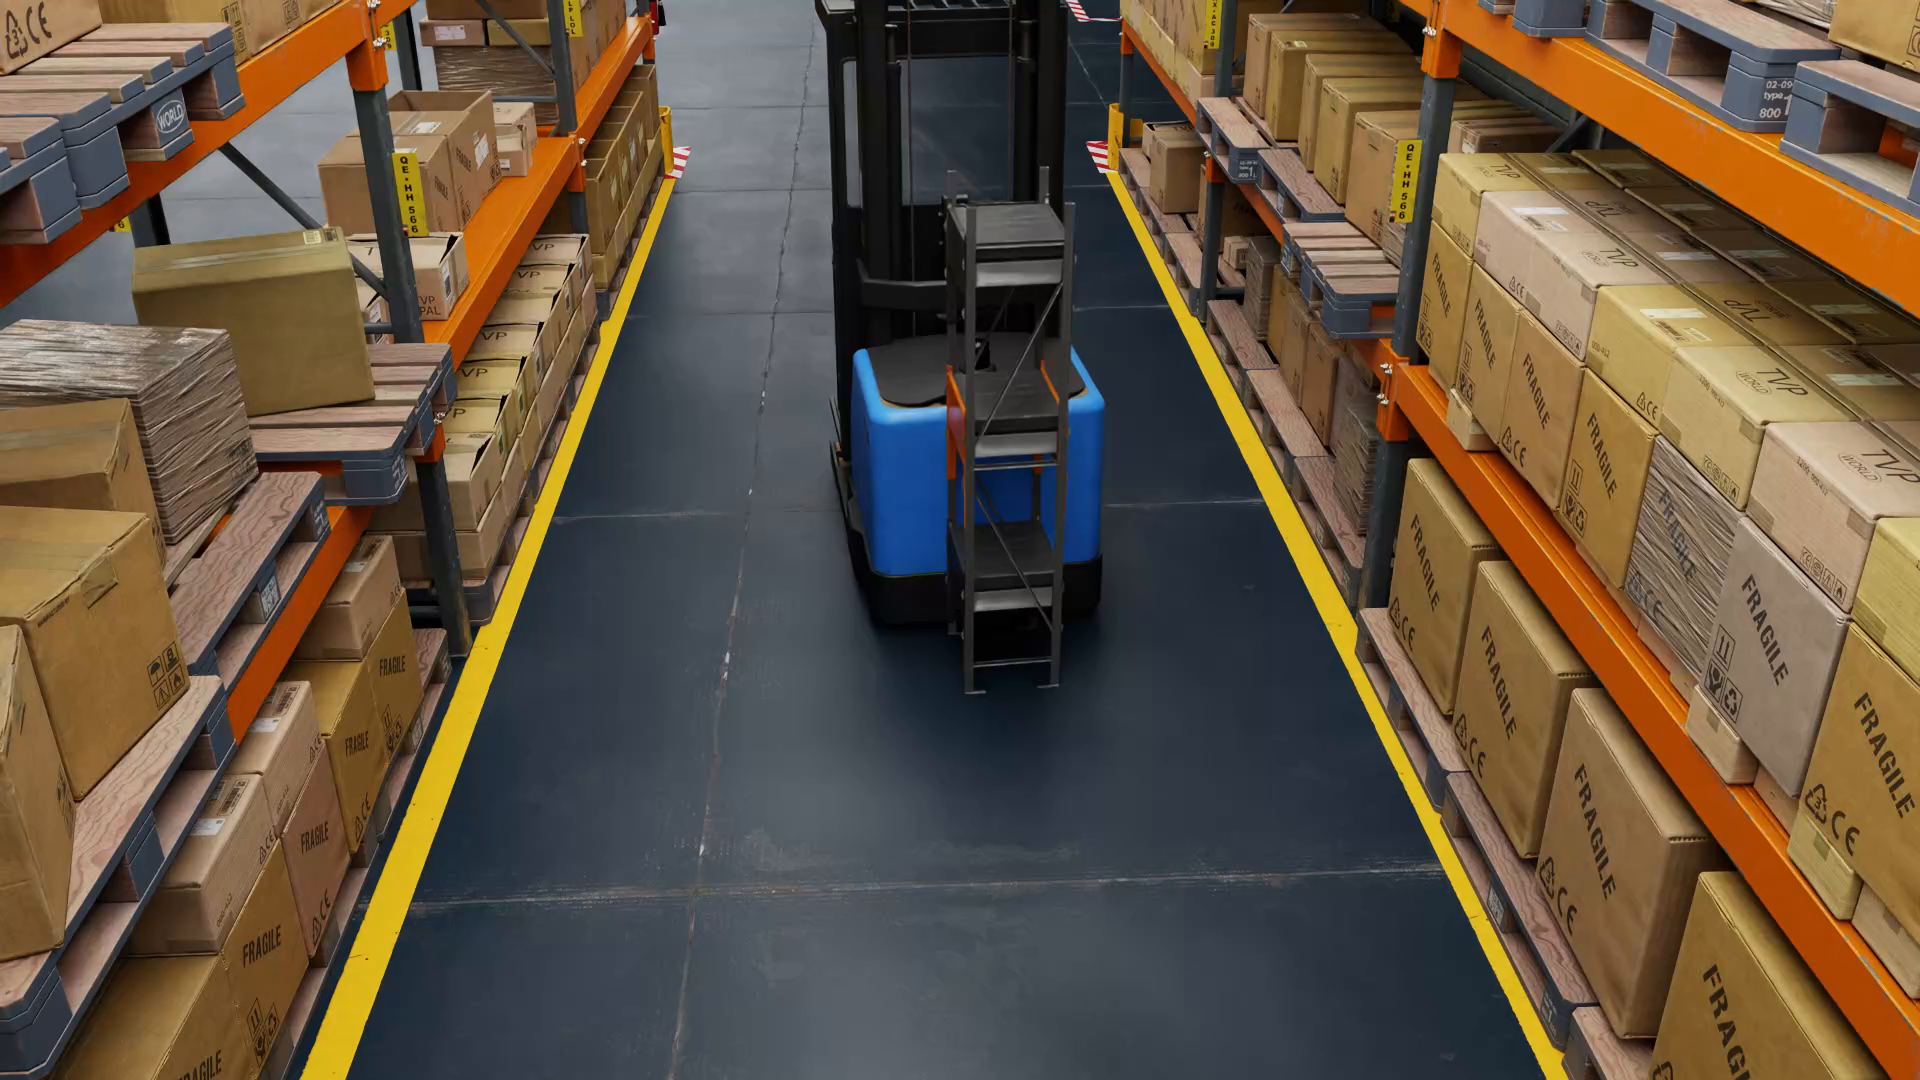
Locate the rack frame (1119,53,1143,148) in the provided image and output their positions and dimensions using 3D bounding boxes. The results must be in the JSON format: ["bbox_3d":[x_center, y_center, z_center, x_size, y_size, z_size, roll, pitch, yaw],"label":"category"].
[{"bbox_3d":[1.878,-4.642,13.906,1.000,3.000,0.127,-1,28,-3],"label":"rack frame"}]

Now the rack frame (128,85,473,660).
[{"bbox_3d":[-2.651,-0.826,6.590,1.000,3.000,0.127,-1,28,-3],"label":"rack frame"}]

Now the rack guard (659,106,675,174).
[{"bbox_3d":[-3.070,-3.423,14.273,1.175,0.500,0.348,-1,28,-3],"label":"rack guard"}]

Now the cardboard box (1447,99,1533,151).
[{"bbox_3d":[2.216,-1.781,7.136,0.380,0.149,0.250,-6,28,-11],"label":"cardboard box"}]

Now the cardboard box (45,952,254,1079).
[{"bbox_3d":[-2.263,1.459,4.436,0.500,0.500,0.500,-1,28,-2],"label":"cardboard box"}]

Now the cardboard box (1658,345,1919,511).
[{"bbox_3d":[2.181,-0.299,4.317,0.500,0.250,0.500,-1,28,-2],"label":"cardboard box"}]

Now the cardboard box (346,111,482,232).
[{"bbox_3d":[-2.782,-1.888,8.518,0.500,0.500,0.500,-1,28,-3],"label":"cardboard box"}]

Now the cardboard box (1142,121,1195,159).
[{"bbox_3d":[1.825,-3.323,13.809,0.500,0.311,0.500,-4,28,-8],"label":"cardboard box"}]

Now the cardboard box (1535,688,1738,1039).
[{"bbox_3d":[2.292,0.960,5.037,0.750,0.750,0.750,-1,28,-1],"label":"cardboard box"}]

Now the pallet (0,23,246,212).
[{"bbox_3d":[-2.463,-1.007,3.897,1.213,0.211,1.003,-1,28,-3],"label":"pallet"}]

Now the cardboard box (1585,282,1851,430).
[{"bbox_3d":[2.154,-0.534,4.768,0.500,0.250,0.500,-2,28,-4],"label":"cardboard box"}]

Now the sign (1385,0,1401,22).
[{"bbox_3d":[2.641,-3.323,10.125,0.100,0.325,0.005,-1,28,-3],"label":"sign"}]

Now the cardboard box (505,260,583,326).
[{"bbox_3d":[-2.519,-1.469,9.735,0.500,0.311,0.500,-1,28,-1],"label":"cardboard box"}]

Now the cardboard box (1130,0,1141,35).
[{"bbox_3d":[1.628,-4.112,13.030,0.500,0.250,0.500,-2,28,-4],"label":"cardboard box"}]

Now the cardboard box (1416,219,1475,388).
[{"bbox_3d":[2.066,-0.902,6.284,0.500,0.500,0.500,-1,28,-1],"label":"cardboard box"}]

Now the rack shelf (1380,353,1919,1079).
[{"bbox_3d":[2.400,0.295,5.218,1.077,0.370,4.000,-1,28,-3],"label":"rack shelf"}]

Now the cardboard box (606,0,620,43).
[{"bbox_3d":[-3.025,-4.106,12.771,0.700,0.500,0.500,-1,28,-1],"label":"cardboard box"}]

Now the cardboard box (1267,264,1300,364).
[{"bbox_3d":[2.219,-1.304,9.734,0.700,0.500,0.500,-2,28,-4],"label":"cardboard box"}]

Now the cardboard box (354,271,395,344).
[{"bbox_3d":[-2.626,-0.955,6.934,0.500,0.311,0.500,0,28,1],"label":"cardboard box"}]

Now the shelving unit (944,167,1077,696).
[{"bbox_3d":[0.184,-0.402,6.747,0.431,2.100,0.503,-4,28,-8],"label":"shelving unit"}]

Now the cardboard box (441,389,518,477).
[{"bbox_3d":[-2.421,-0.533,7.941,0.500,0.311,0.500,-2,28,-4],"label":"cardboard box"}]

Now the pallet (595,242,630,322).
[{"bbox_3d":[-2.859,-1.805,11.482,1.003,0.211,1.213,-1,28,-3],"label":"pallet"}]

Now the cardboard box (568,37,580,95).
[{"bbox_3d":[-2.923,-3.166,10.968,0.700,0.500,0.500,-2,28,-3],"label":"cardboard box"}]

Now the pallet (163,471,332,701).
[{"bbox_3d":[-2.545,0.157,4.912,1.003,0.211,1.213,-1,28,-3],"label":"pallet"}]

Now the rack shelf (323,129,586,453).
[{"bbox_3d":[-2.755,-1.431,8.527,1.077,0.370,4.000,-1,28,-3],"label":"rack shelf"}]

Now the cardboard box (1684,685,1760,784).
[{"bbox_3d":[2.127,0.496,4.305,0.380,0.149,0.250,-1,28,-3],"label":"cardboard box"}]

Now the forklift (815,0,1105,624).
[{"bbox_3d":[-0.096,-1.585,8.119,1.130,2.935,3.031,-4,28,-8],"label":"forklift"}]

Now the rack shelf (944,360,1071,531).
[{"bbox_3d":[0.184,-0.390,6.753,0.431,0.518,0.480,-4,28,-8],"label":"rack shelf"}]

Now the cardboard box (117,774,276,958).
[{"bbox_3d":[-2.276,0.911,4.676,0.500,0.250,0.500,-1,28,-3],"label":"cardboard box"}]

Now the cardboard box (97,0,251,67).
[{"bbox_3d":[-2.541,-1.524,4.576,0.910,0.500,0.500,-1,28,-3],"label":"cardboard box"}]

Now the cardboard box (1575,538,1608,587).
[{"bbox_3d":[2.173,0.021,5.216,0.380,0.149,0.250,-1,28,-2],"label":"cardboard box"}]

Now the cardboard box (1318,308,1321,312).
[{"bbox_3d":[2.200,-1.431,9.166,0.500,0.250,0.500,-2,28,-4],"label":"cardboard box"}]

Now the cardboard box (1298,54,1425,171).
[{"bbox_3d":[2.167,-2.236,8.710,0.700,0.500,0.500,2,28,4],"label":"cardboard box"}]

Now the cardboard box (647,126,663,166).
[{"bbox_3d":[-2.745,-3.247,13.751,0.500,0.250,0.500,-1,28,-3],"label":"cardboard box"}]

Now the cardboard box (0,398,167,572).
[{"bbox_3d":[-2.596,-0.024,4.489,0.700,0.500,0.500,-8,29,-16],"label":"cardboard box"}]

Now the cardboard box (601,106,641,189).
[{"bbox_3d":[-2.652,-2.887,12.250,0.500,0.500,0.500,-1,28,-3],"label":"cardboard box"}]

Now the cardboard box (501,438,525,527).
[{"bbox_3d":[-2.412,-0.274,8.051,0.500,0.250,0.500,-2,28,-4],"label":"cardboard box"}]

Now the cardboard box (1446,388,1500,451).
[{"bbox_3d":[2.016,-0.446,6.111,0.380,0.149,0.250,-1,28,-1],"label":"cardboard box"}]

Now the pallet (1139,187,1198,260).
[{"bbox_3d":[1.950,-2.432,12.685,1.003,0.211,1.213,-1,28,-3],"label":"pallet"}]

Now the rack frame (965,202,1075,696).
[{"bbox_3d":[0.220,-0.289,6.534,0.400,2.100,0.015,-4,28,-8],"label":"rack frame"}]

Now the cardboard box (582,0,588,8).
[{"bbox_3d":[-2.752,-3.729,11.346,0.380,0.149,0.250,-2,28,-4],"label":"cardboard box"}]

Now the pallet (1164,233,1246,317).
[{"bbox_3d":[2.017,-1.867,11.602,1.003,0.211,1.213,-1,28,-3],"label":"pallet"}]

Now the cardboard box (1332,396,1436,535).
[{"bbox_3d":[2.206,-0.365,7.934,0.700,0.500,0.500,-1,28,-2],"label":"cardboard box"}]

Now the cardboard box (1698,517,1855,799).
[{"bbox_3d":[2.193,0.272,4.032,0.500,0.500,0.500,-1,28,-2],"label":"cardboard box"}]

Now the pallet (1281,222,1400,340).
[{"bbox_3d":[2.152,-1.189,7.493,1.213,0.211,1.003,-1,28,-3],"label":"pallet"}]

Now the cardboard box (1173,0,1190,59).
[{"bbox_3d":[1.722,-3.511,11.067,0.500,0.500,0.500,-2,28,-3],"label":"cardboard box"}]

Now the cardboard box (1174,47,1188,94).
[{"bbox_3d":[1.742,-3.179,11.241,0.500,0.250,0.500,-1,28,-2],"label":"cardboard box"}]

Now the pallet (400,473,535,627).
[{"bbox_3d":[-2.655,0.029,7.965,1.003,0.211,1.213,-1,28,-3],"label":"pallet"}]

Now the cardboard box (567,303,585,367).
[{"bbox_3d":[-2.524,-1.222,9.869,0.500,0.250,0.500,-2,28,-3],"label":"cardboard box"}]

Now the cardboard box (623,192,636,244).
[{"bbox_3d":[-2.623,-2.324,11.981,0.500,0.250,0.500,-1,28,-3],"label":"cardboard box"}]
